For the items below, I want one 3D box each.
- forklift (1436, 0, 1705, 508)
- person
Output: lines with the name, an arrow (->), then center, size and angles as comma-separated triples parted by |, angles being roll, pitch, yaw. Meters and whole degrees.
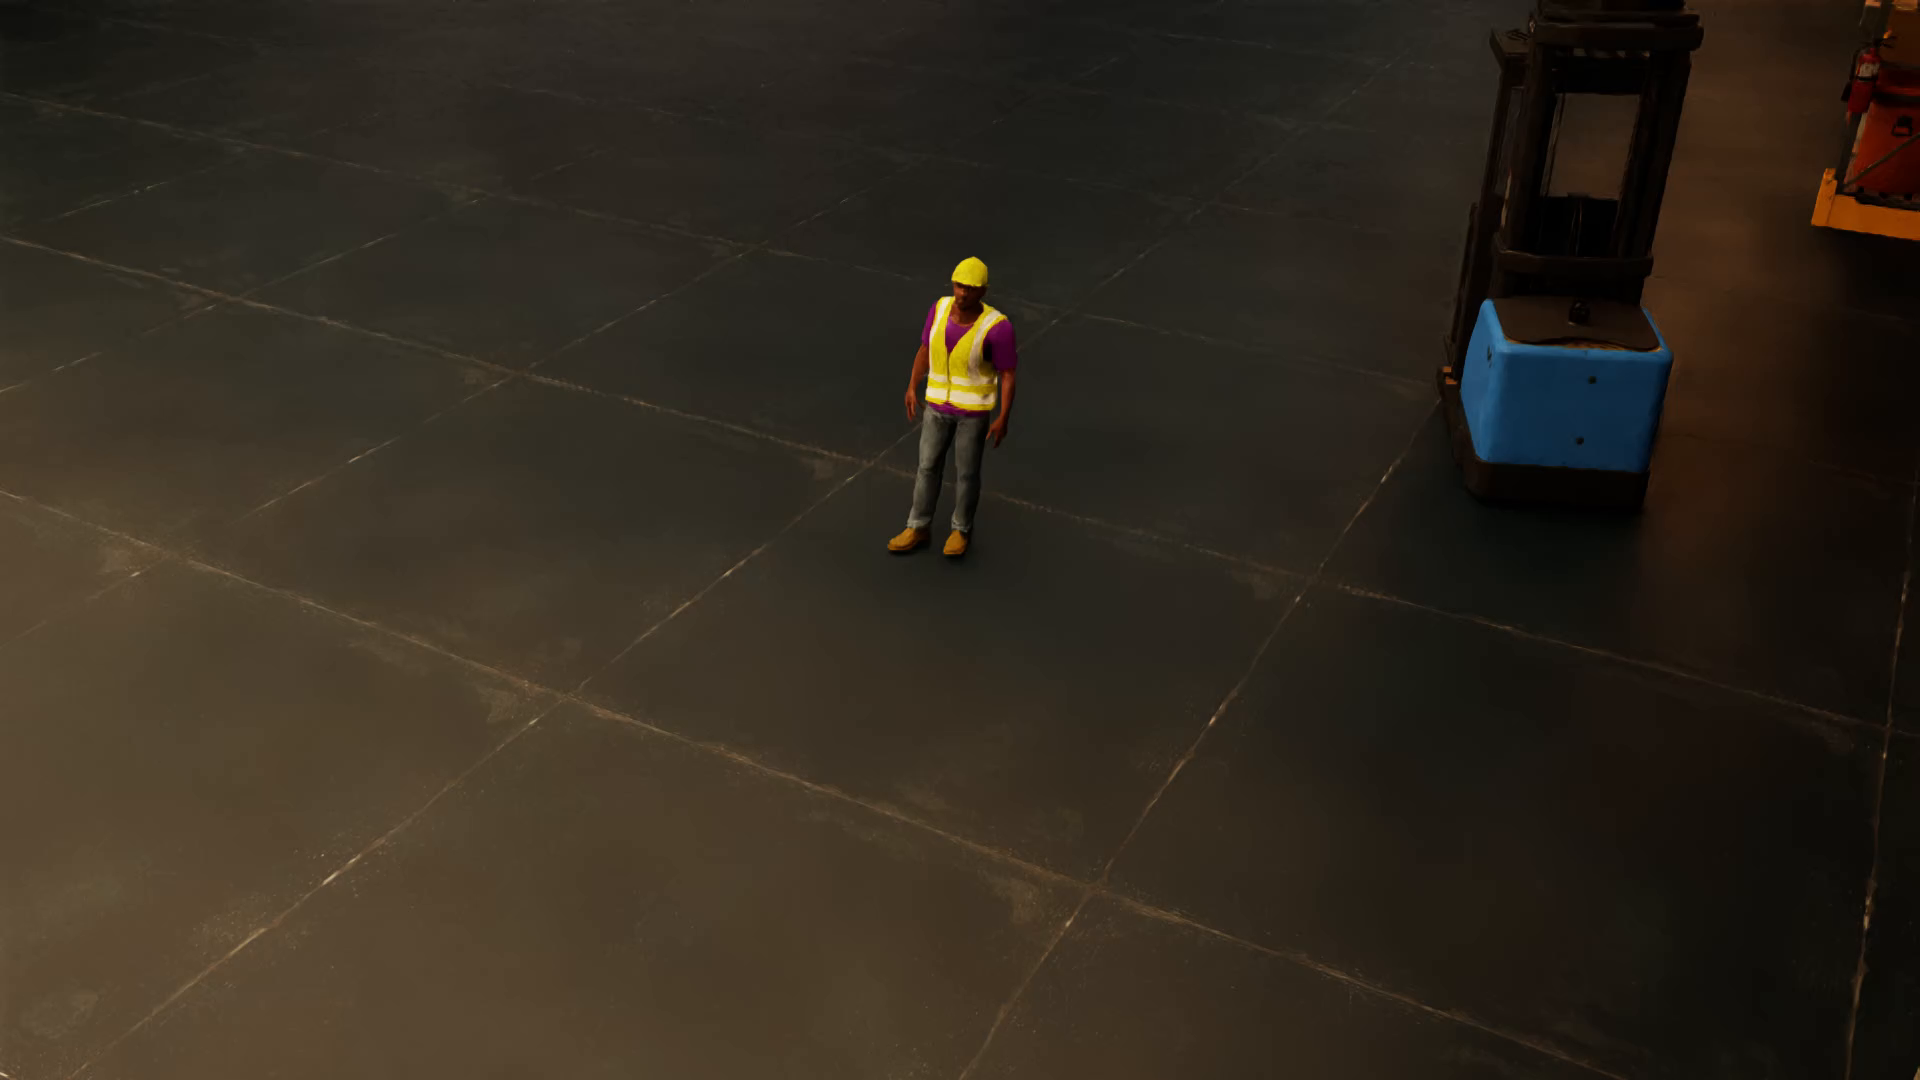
forklift -> 3.919, -2.185, 10.856 | 1.130, 2.935, 3.031 | 4, 30, 8
person -> -0.038, -0.742, 9.507 | 0.665, 1.766, 0.576 | 15, 33, 25
